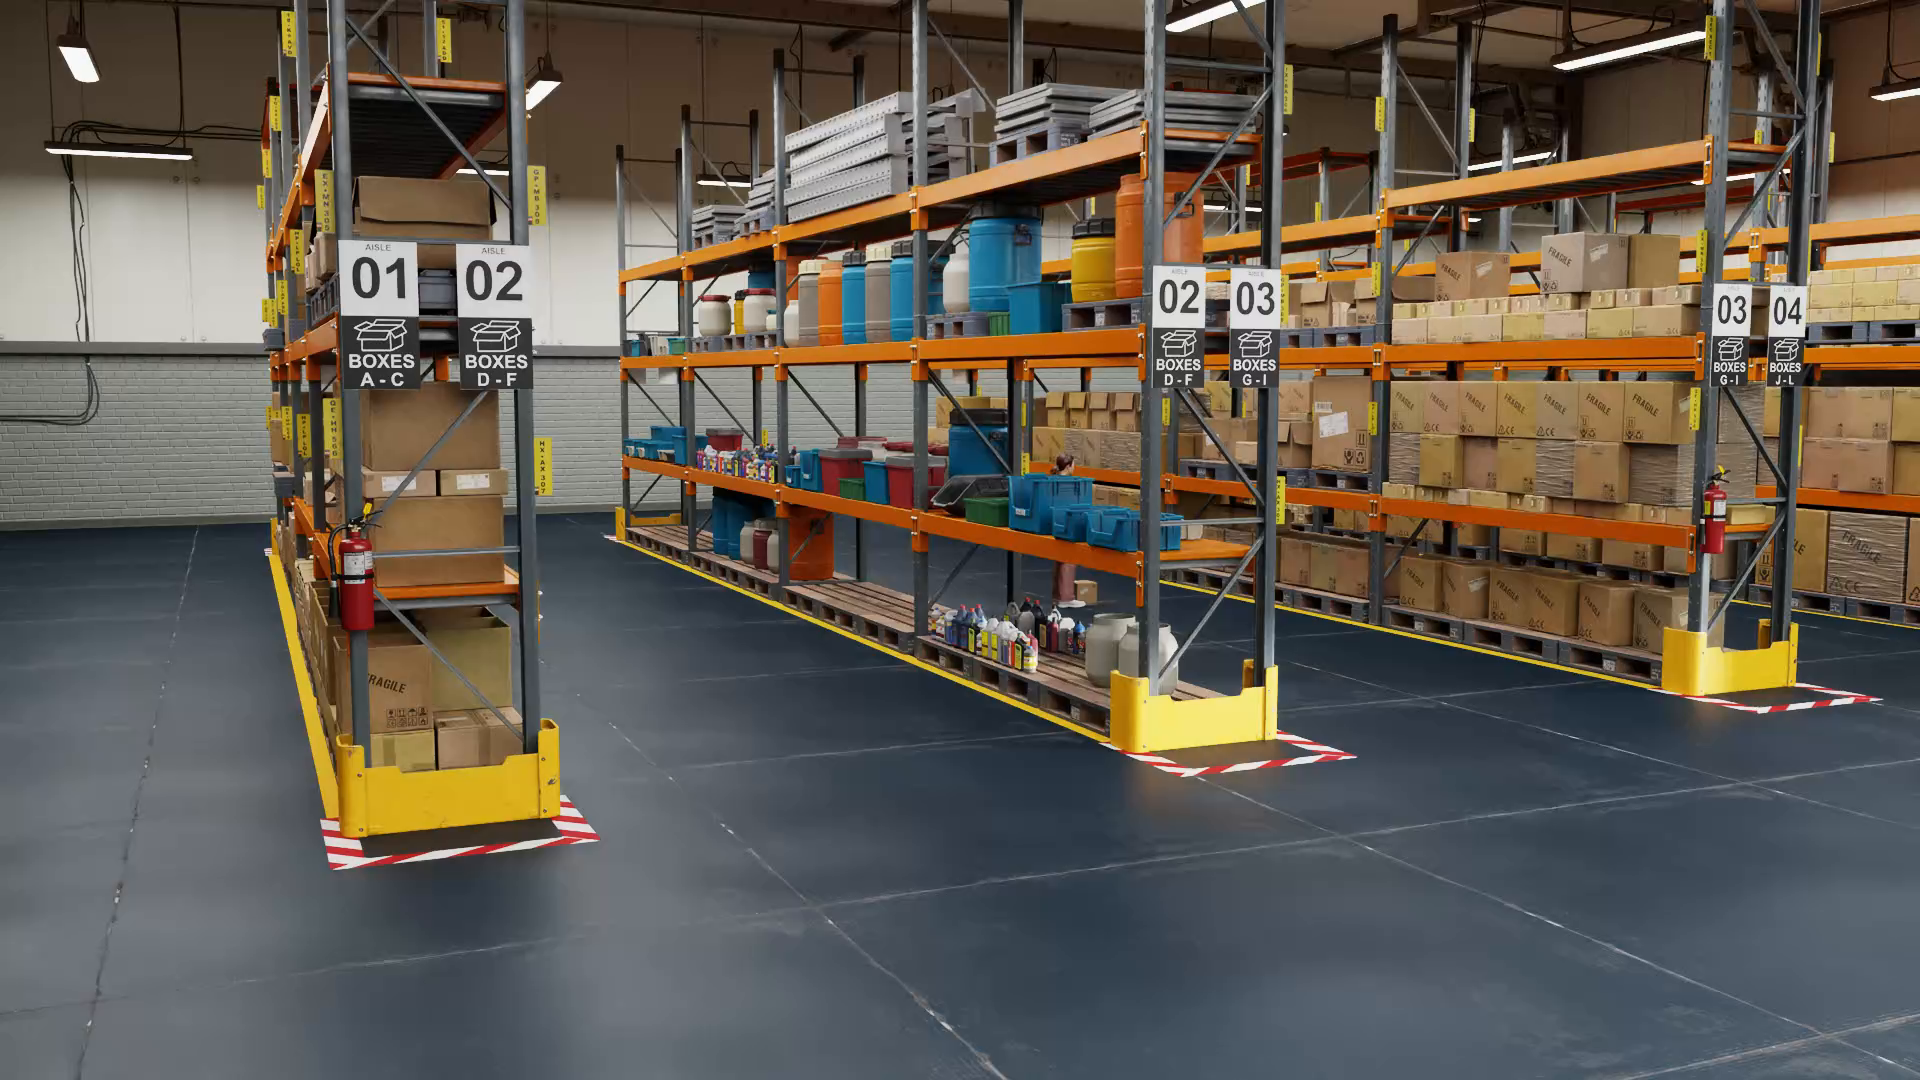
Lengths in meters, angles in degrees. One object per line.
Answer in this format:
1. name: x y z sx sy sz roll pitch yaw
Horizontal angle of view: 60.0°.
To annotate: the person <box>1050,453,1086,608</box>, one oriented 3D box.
1. person: 1.139 -0.114 18.165 0.412 1.672 0.521 -3 6 -27
